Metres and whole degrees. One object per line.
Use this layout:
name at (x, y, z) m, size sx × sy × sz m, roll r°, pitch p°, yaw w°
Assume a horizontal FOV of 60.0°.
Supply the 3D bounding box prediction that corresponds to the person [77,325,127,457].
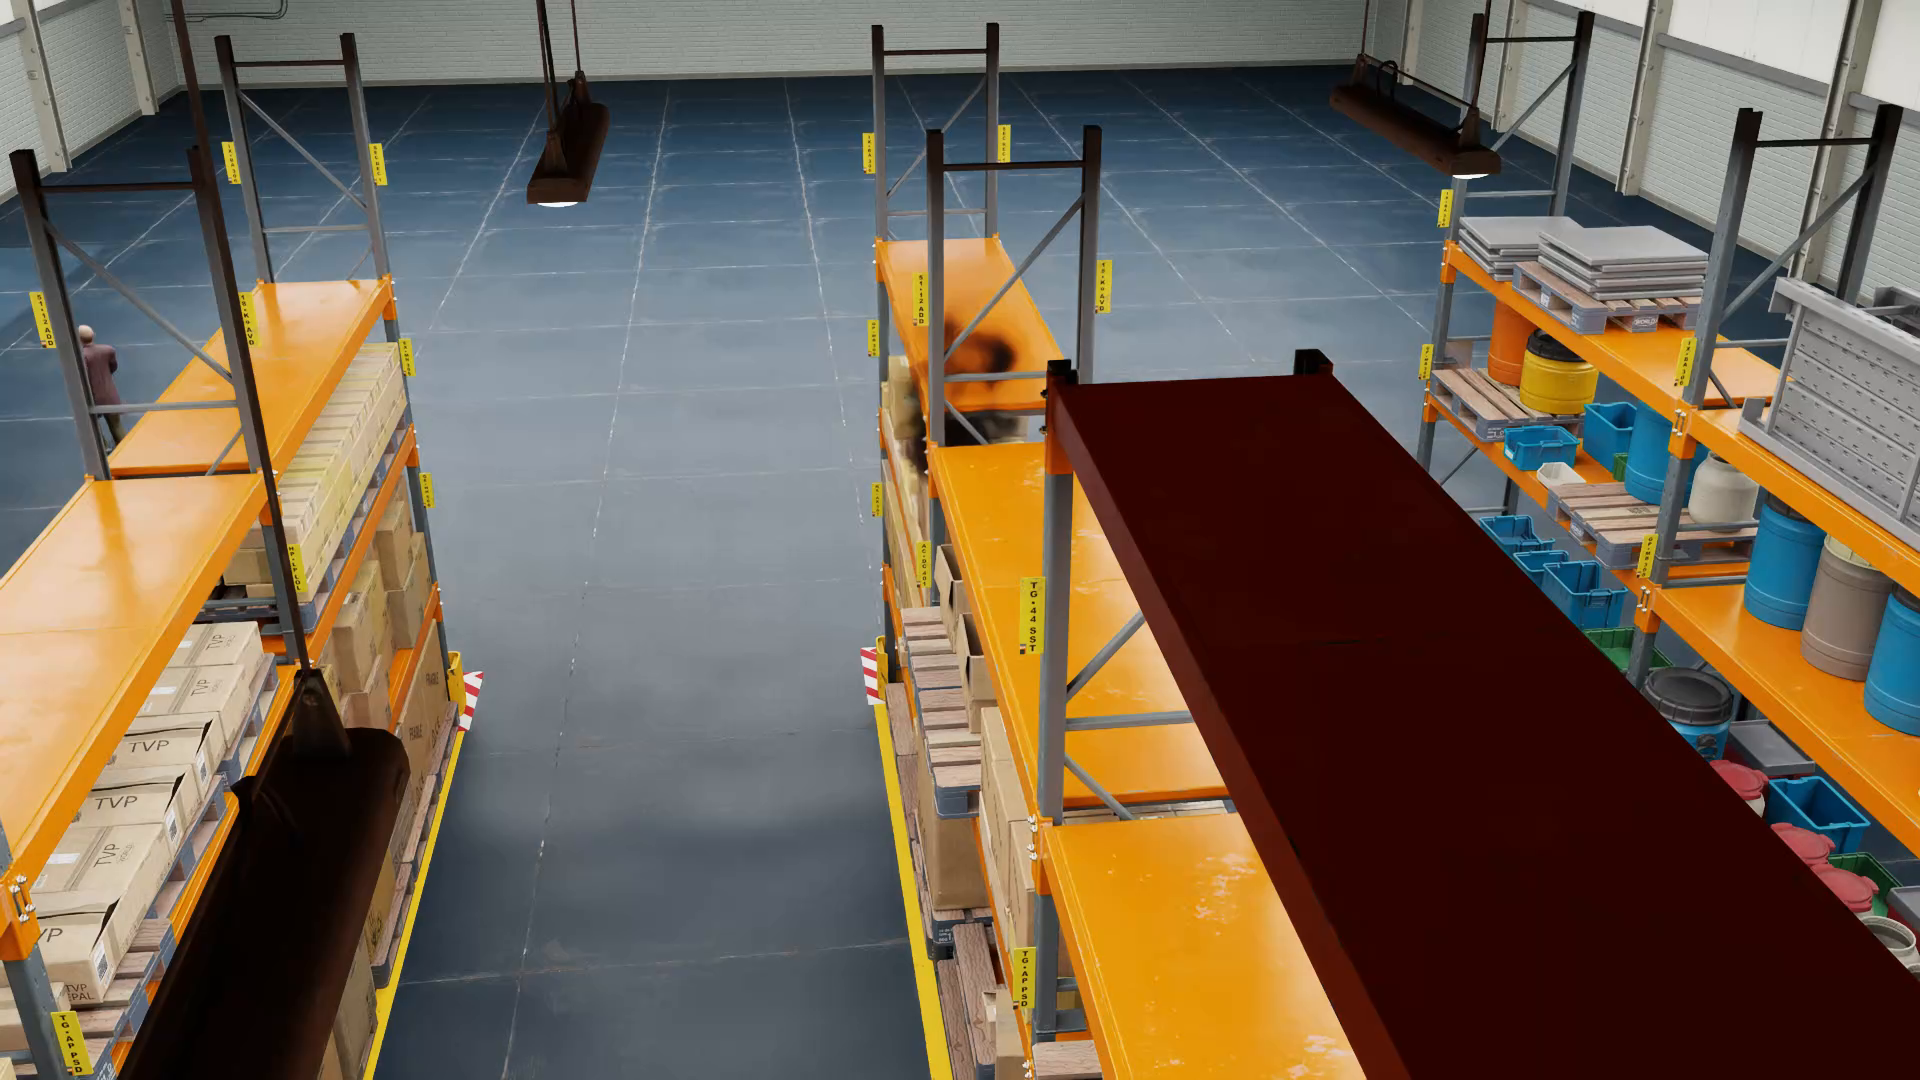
person at (-10.390, -1.713, 20.059) m, size 0.877 × 1.807 × 0.668 m, roll 19°, pitch 31°, yaw 34°
